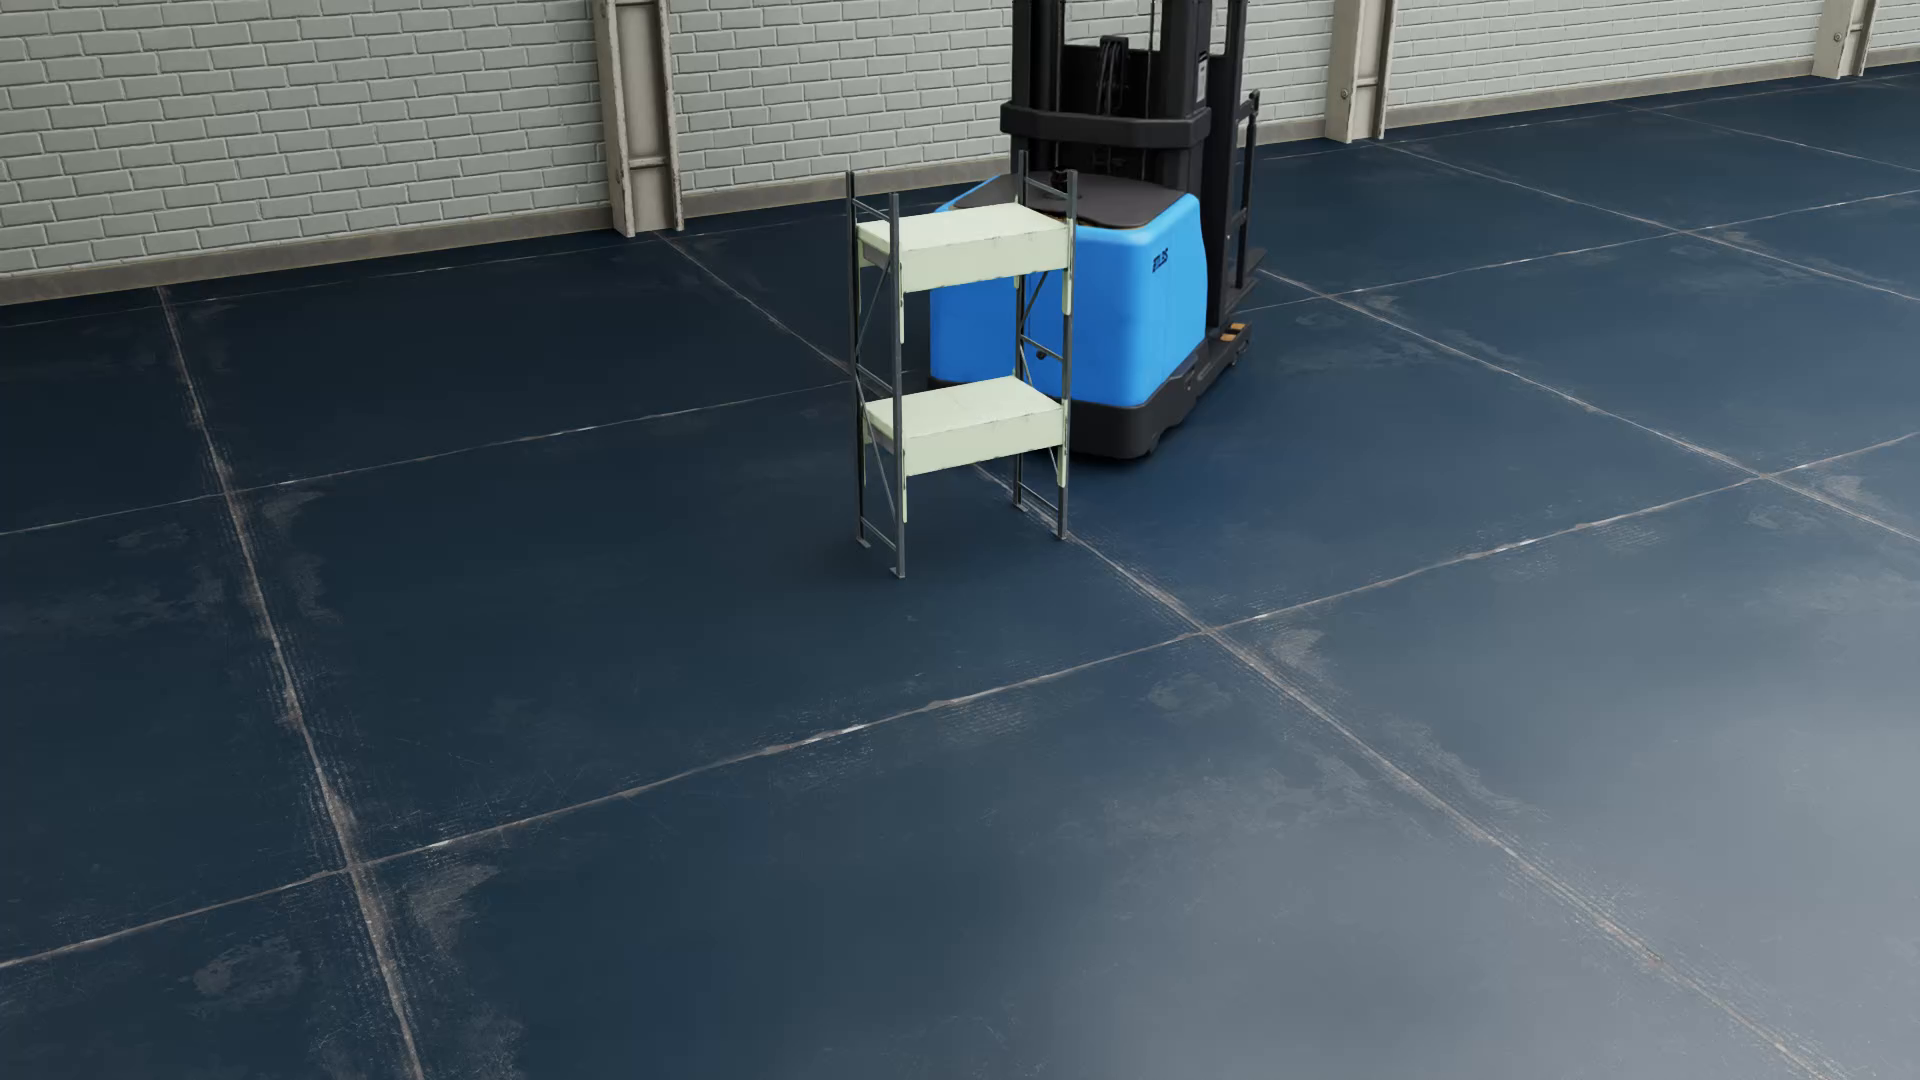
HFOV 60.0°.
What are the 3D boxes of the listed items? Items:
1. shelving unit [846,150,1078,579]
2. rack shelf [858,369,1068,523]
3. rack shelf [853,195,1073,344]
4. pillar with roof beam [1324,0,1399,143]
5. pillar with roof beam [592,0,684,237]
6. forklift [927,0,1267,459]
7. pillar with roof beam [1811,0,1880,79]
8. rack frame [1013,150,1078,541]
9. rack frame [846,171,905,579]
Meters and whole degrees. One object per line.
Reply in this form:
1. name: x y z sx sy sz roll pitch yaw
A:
1. shelving unit: 0.006 -0.677 6.428 0.755 1.500 0.431 -13 29 -25
2. rack shelf: 0.006 -0.384 6.569 0.720 0.370 0.431 -13 29 -25
3. rack shelf: 0.006 -1.029 6.259 0.720 0.370 0.431 -13 29 -25
4. pillar with roof beam: 5.244 -5.713 8.252 0.400 9.000 9.100 -13 29 -25
5. pillar with roof beam: -0.050 -4.491 5.706 0.400 9.000 9.100 -13 29 -25
6. forklift: 0.899 -2.291 8.135 1.130 2.935 3.031 11 28 21
7. pillar with roof beam: 10.538 -6.935 10.797 0.400 9.000 9.100 -13 29 -25
8. rack frame: 0.329 -0.752 6.583 0.023 1.500 0.400 -13 29 -25
9. rack frame: -0.317 -0.603 6.273 0.023 1.500 0.400 -13 29 -25
